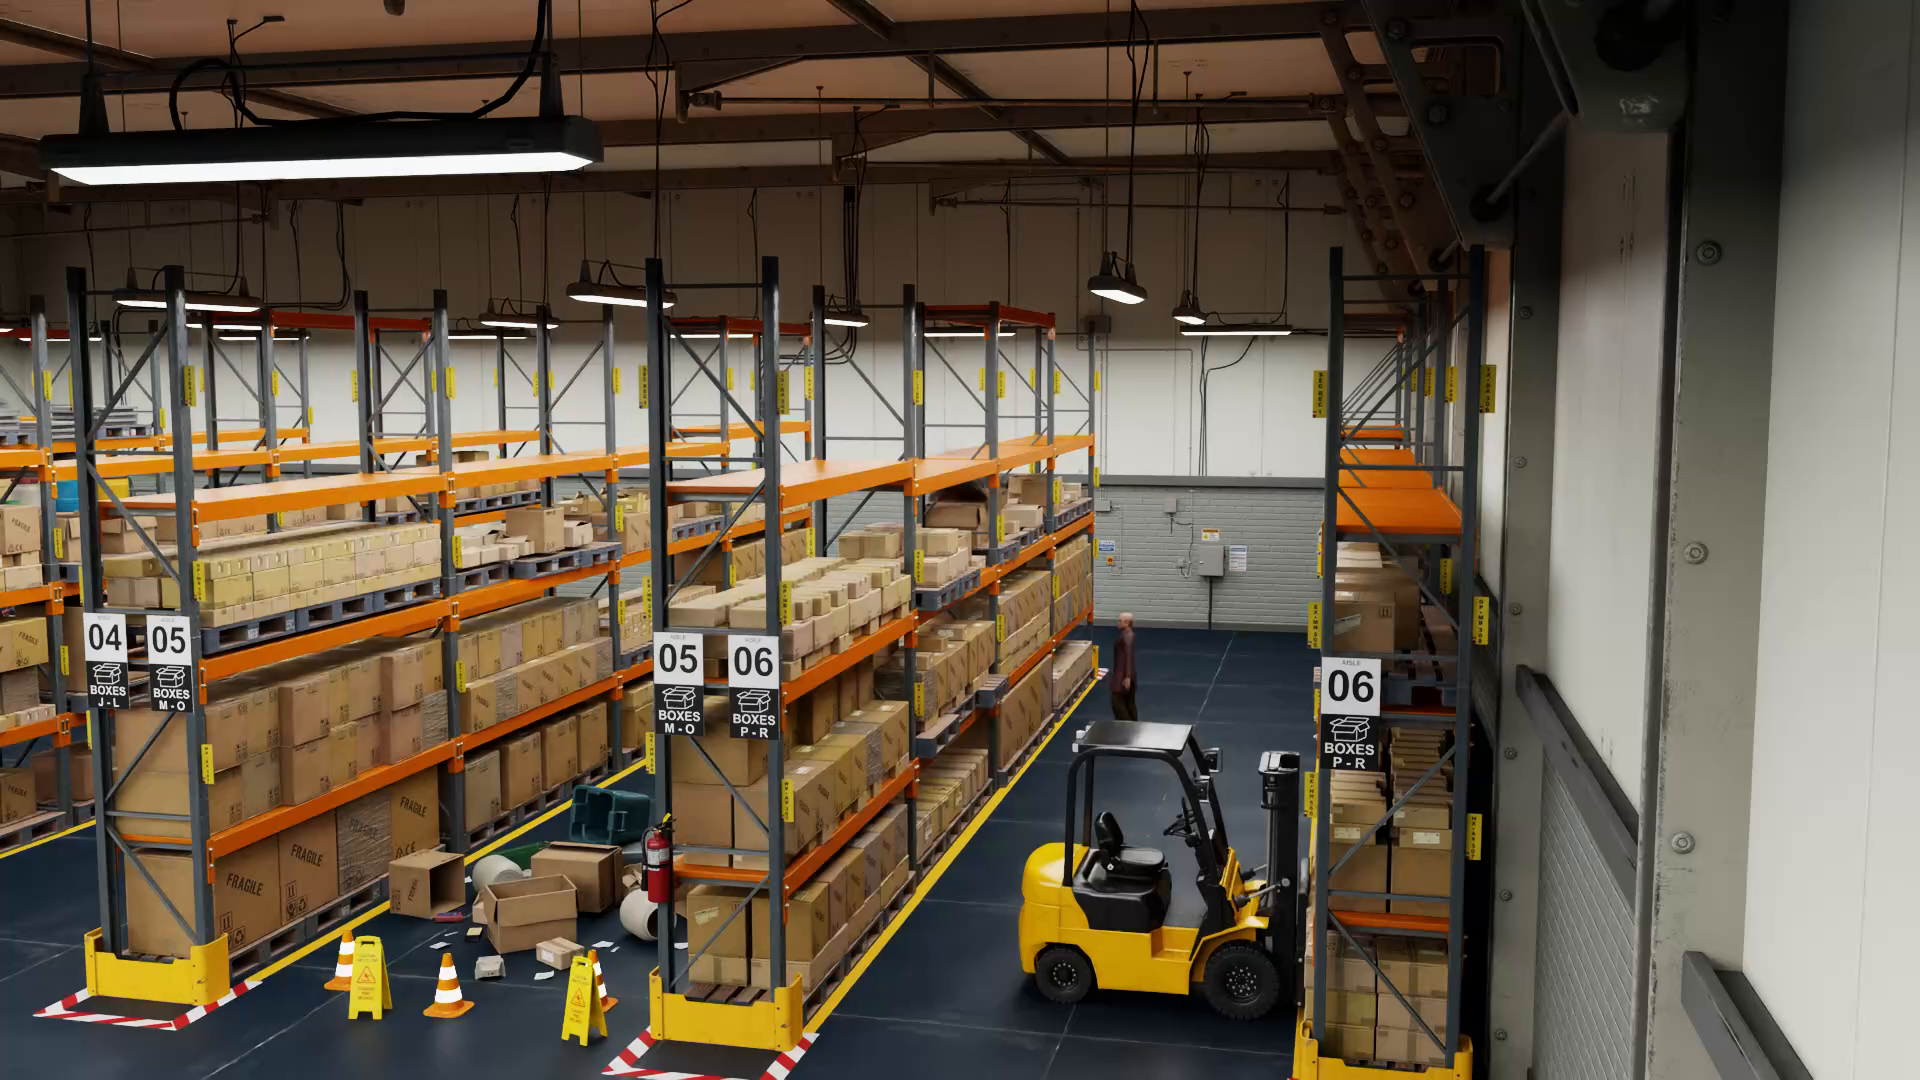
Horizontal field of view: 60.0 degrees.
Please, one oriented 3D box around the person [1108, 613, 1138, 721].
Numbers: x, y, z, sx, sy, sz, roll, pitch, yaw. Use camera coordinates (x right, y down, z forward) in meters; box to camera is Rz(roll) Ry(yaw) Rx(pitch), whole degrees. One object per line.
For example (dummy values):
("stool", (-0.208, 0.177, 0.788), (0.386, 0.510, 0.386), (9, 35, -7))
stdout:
("person", (2.308, 1.900, 23.277), (0.418, 1.777, 0.669), (2, 6, 19))
